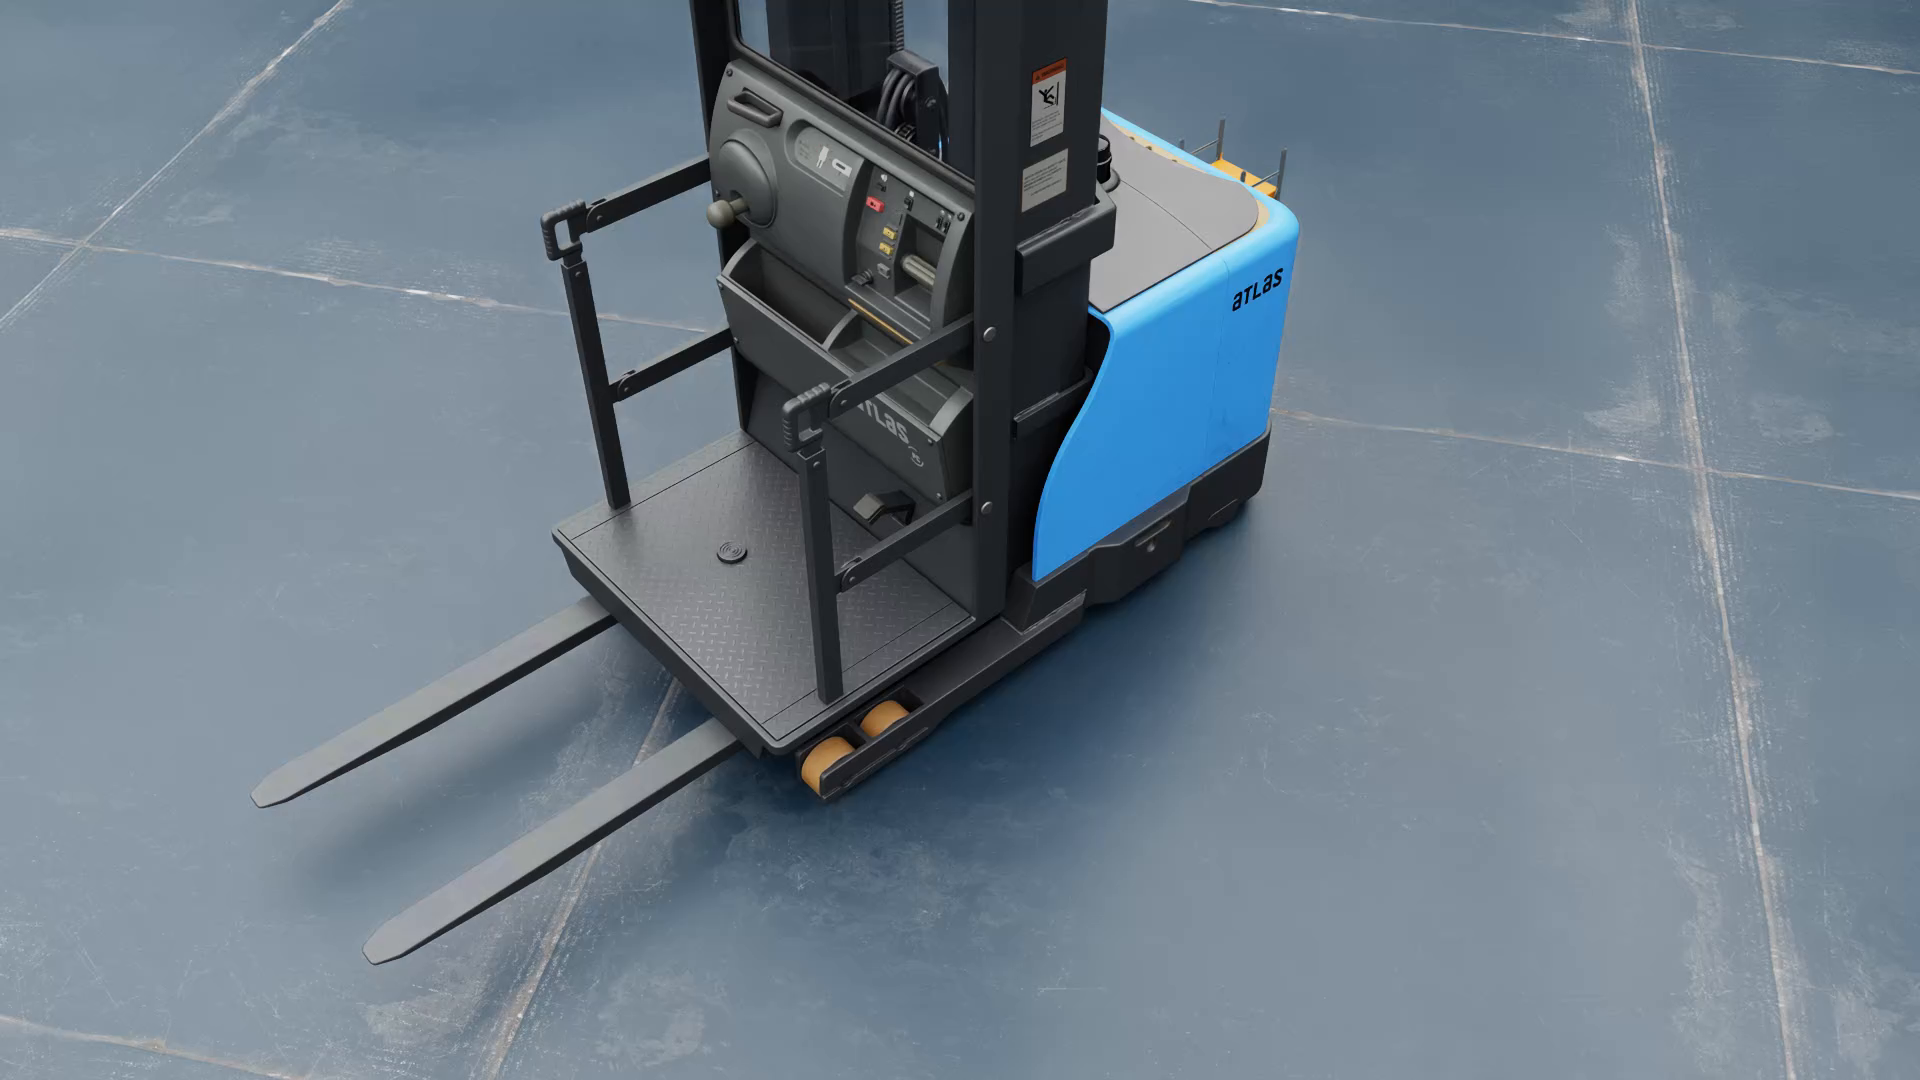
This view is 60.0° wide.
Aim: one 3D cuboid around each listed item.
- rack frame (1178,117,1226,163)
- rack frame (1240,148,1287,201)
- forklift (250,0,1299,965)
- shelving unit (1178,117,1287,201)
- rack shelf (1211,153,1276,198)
[{"bbox_3d":[0.734,-0.866,5.393,0.200,1.050,0.008,-32,52,-29],"label":"rack frame"},{"bbox_3d":[0.896,-0.740,5.261,0.200,1.050,0.008,-32,52,-29],"label":"rack frame"},{"bbox_3d":[-0.465,-0.770,3.936,3.031,2.935,1.130,-32,52,-29],"label":"forklift"},{"bbox_3d":[0.815,-0.803,5.327,0.215,1.050,0.252,-32,52,-29],"label":"shelving unit"},{"bbox_3d":[0.815,-1.000,5.138,0.215,0.259,0.240,-32,52,-29],"label":"rack shelf"}]
